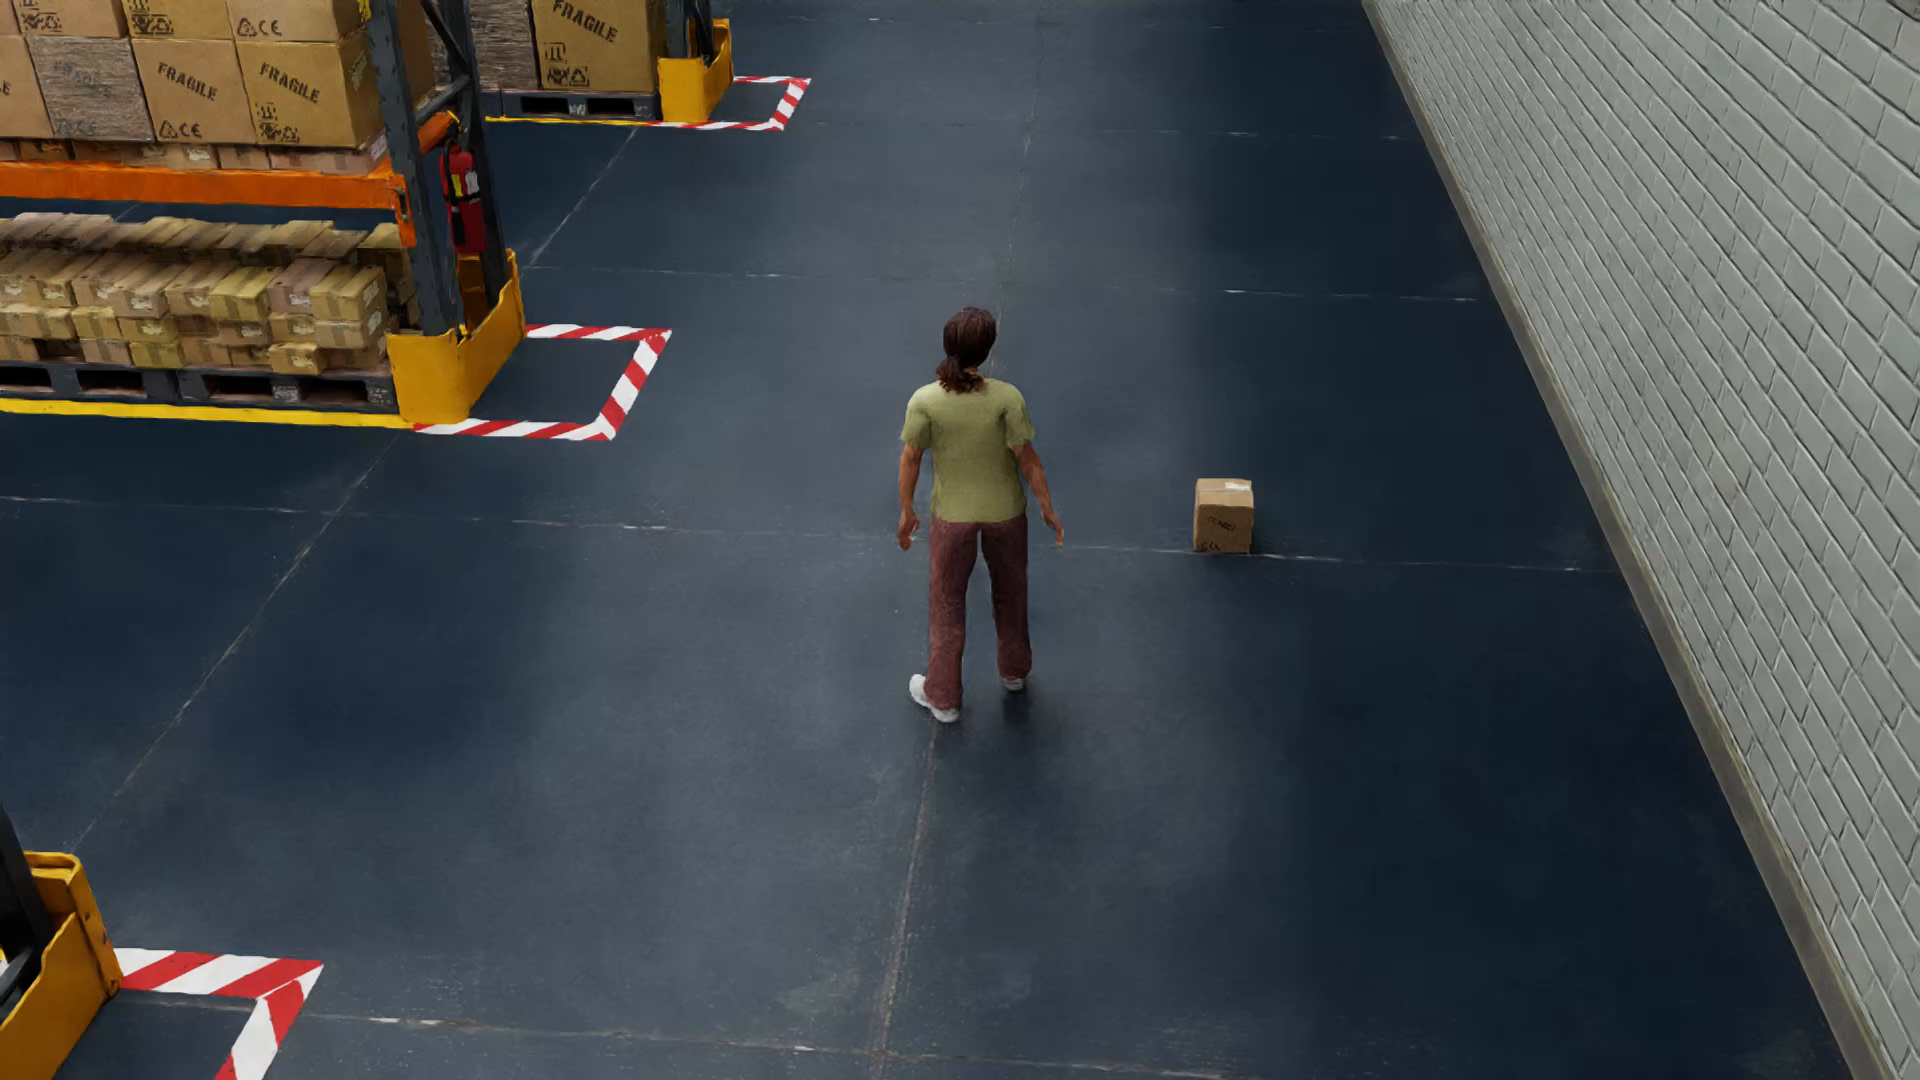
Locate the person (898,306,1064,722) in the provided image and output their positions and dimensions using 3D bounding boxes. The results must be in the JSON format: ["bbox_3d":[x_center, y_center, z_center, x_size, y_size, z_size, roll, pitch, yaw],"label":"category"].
[{"bbox_3d":[0.078,-0.112,6.267,0.621,1.673,0.517,1,32,1],"label":"person"}]
